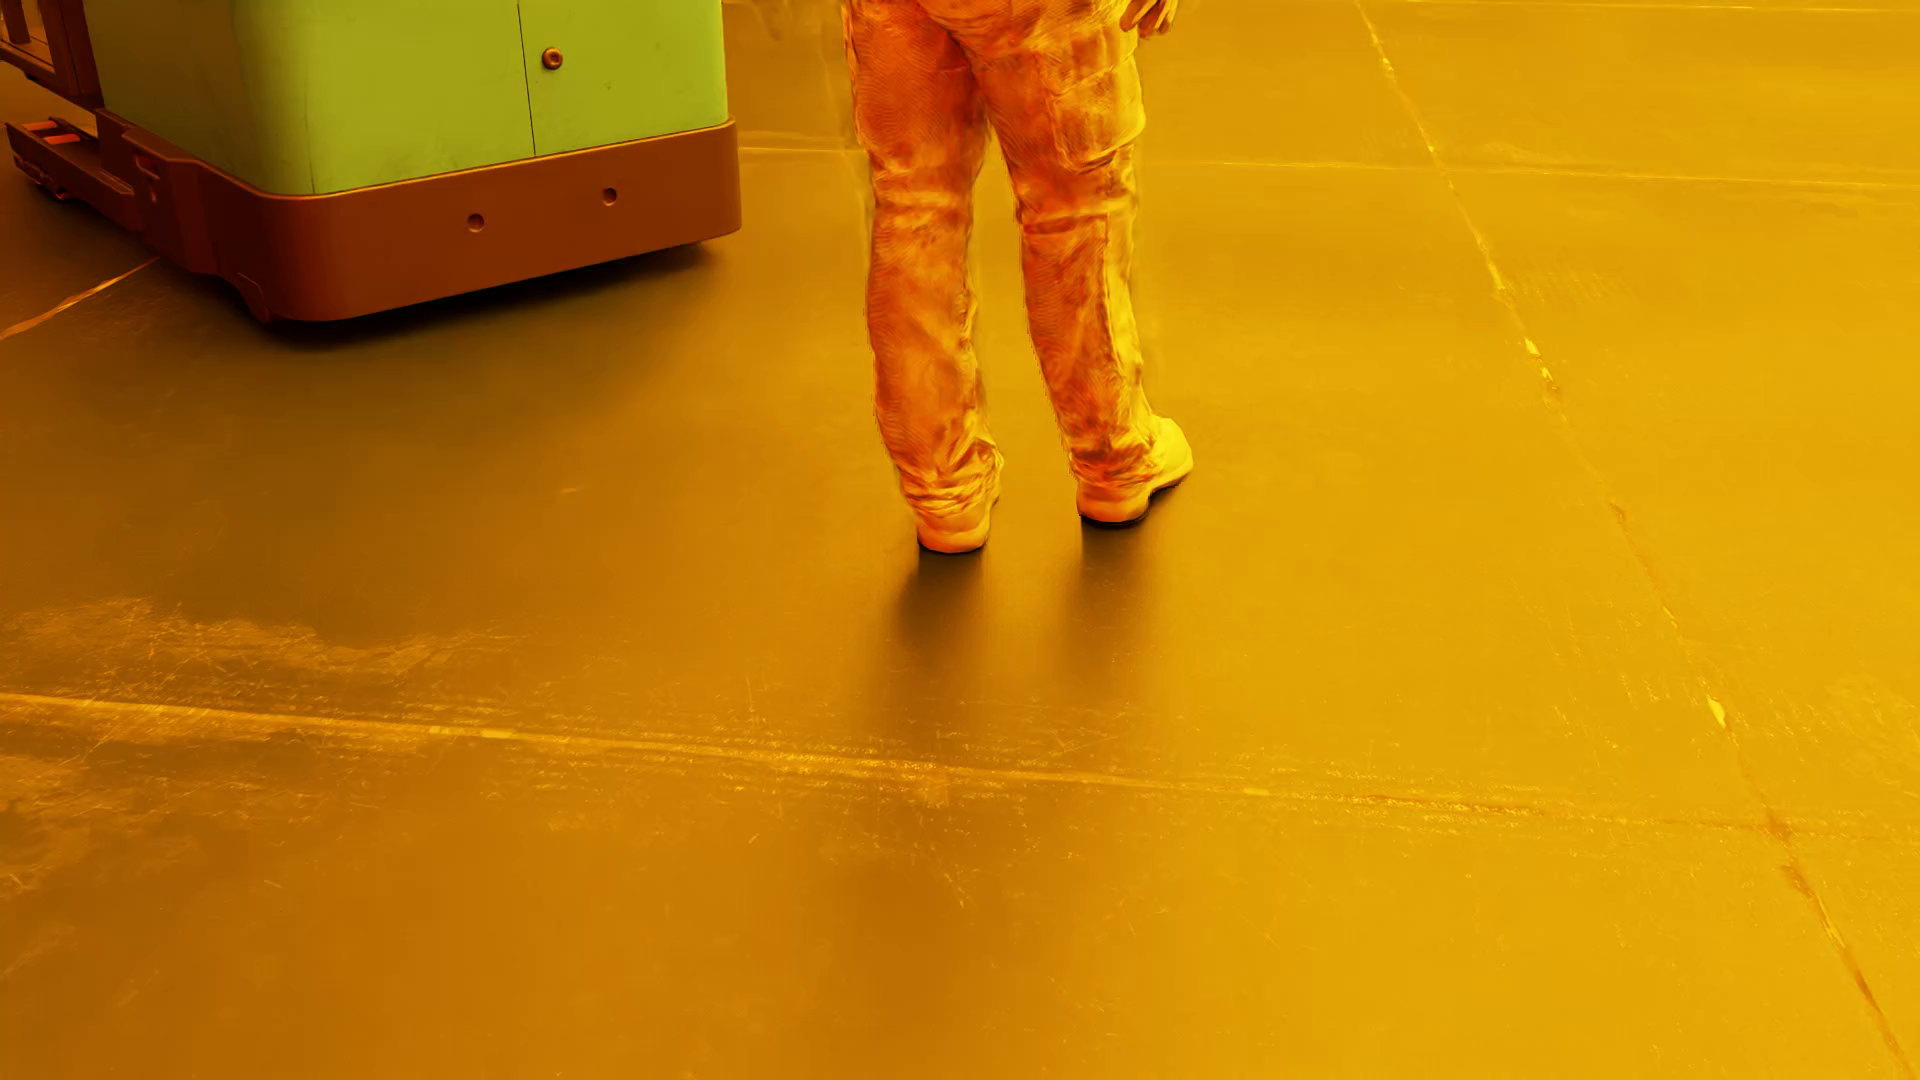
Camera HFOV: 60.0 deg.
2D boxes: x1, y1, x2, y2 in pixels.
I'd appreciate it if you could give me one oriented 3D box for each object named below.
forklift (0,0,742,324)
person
[{"bbox_3d":[-1.838,-2.307,3.841,1.130,2.935,3.031,-21,33,-36],"label":"forklift"},{"bbox_3d":[0.100,-0.835,2.170,0.669,1.777,0.651,-21,34,-36],"label":"person"}]
